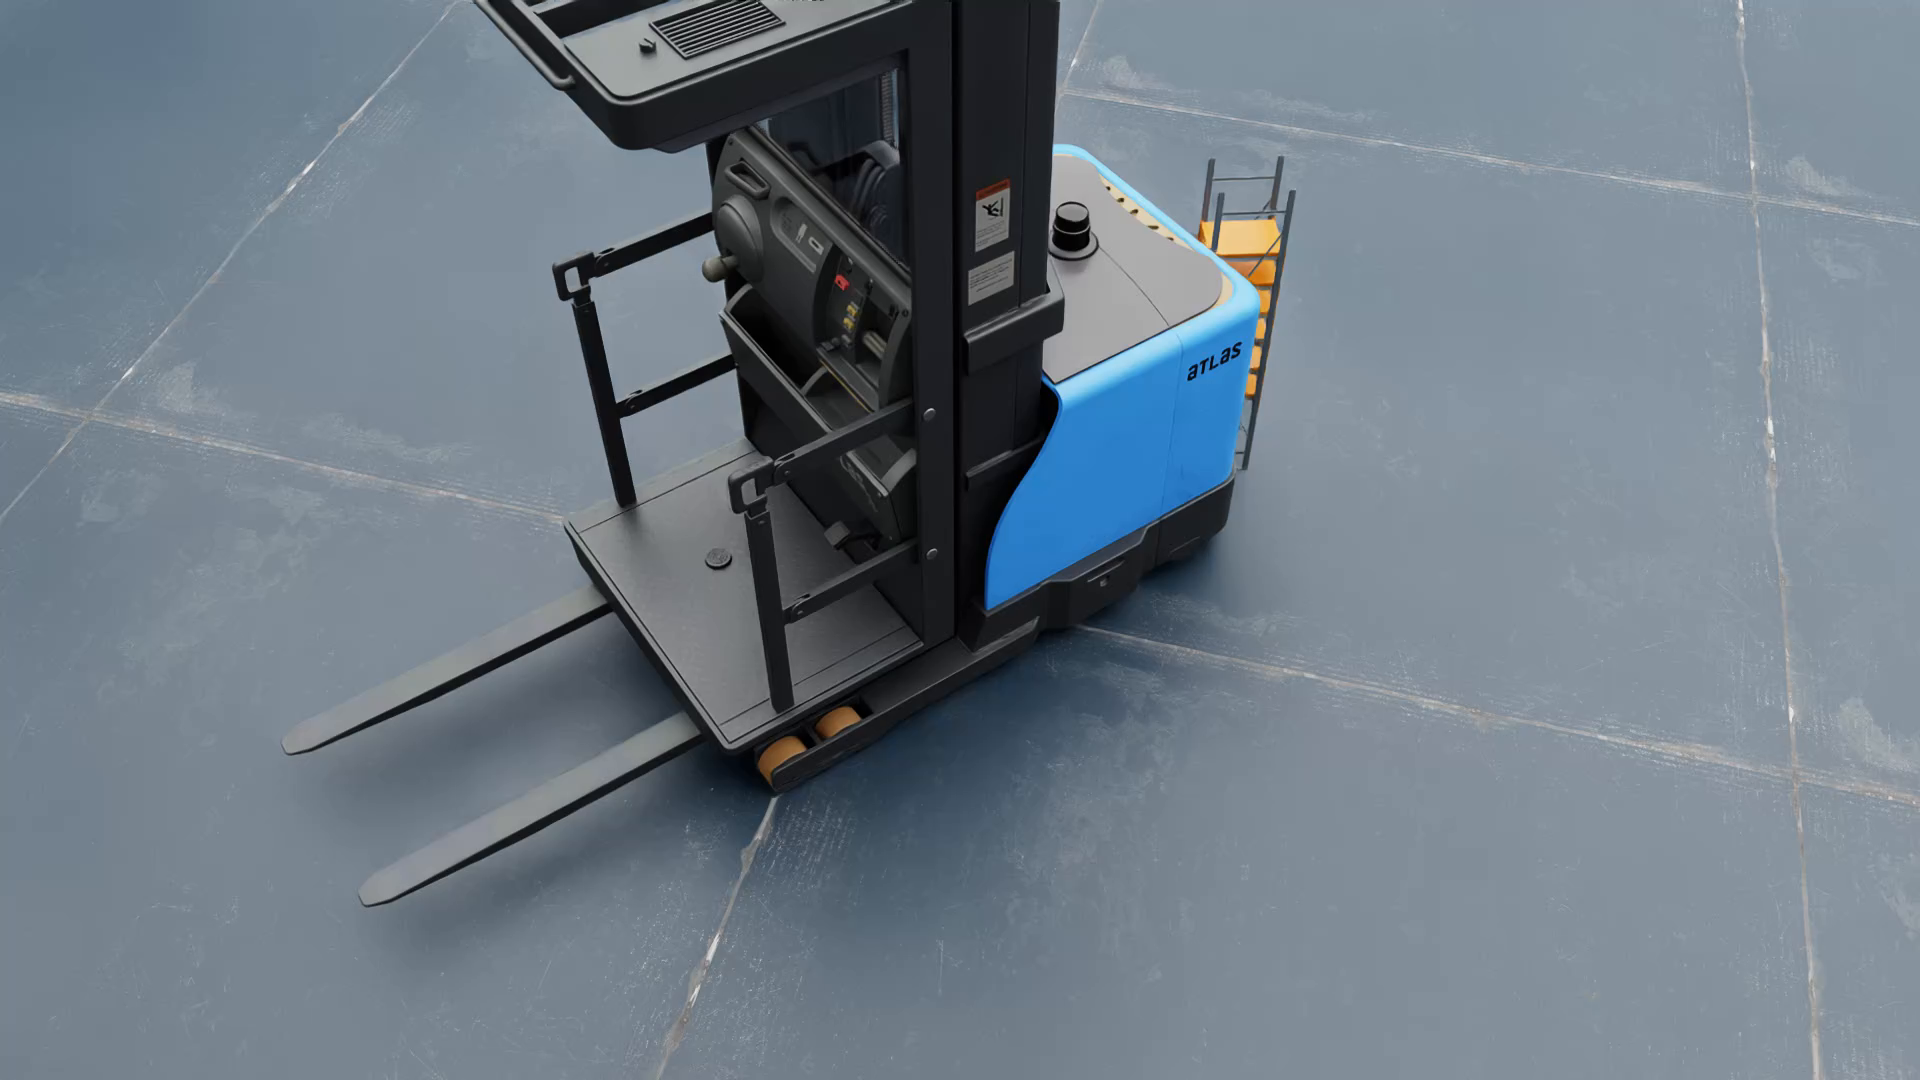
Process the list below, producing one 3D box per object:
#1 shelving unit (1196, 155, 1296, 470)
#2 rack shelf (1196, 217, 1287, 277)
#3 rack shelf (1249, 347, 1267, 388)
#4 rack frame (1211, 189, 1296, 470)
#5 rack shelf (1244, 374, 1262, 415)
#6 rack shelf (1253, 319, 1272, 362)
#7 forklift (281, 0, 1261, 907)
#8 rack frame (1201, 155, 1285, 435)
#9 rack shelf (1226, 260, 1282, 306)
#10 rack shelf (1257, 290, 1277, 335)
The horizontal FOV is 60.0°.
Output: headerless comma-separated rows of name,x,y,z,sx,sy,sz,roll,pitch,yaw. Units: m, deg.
shelving unit,0.905,-0.724,5.586,0.258,1.200,0.189,-3,47,-2
rack shelf,0.905,-0.940,5.355,0.258,0.103,0.180,-3,47,-2
rack shelf,0.905,-0.612,5.706,0.258,0.103,0.180,-3,47,-2
rack frame,0.910,-0.658,5.524,0.240,1.200,0.006,-3,47,-2
rack shelf,0.905,-0.530,5.794,0.258,0.103,0.180,-3,47,-2
rack shelf,0.905,-0.694,5.618,0.258,0.103,0.180,-3,47,-2
forklift,-0.580,-0.666,4.383,3.031,2.935,1.130,-27,54,-22
rack frame,0.899,-0.791,5.648,0.240,1.200,0.006,-3,47,-2
rack shelf,0.905,-0.858,5.443,0.258,0.103,0.180,-3,47,-2
rack shelf,0.905,-0.776,5.531,0.258,0.103,0.180,-3,47,-2
